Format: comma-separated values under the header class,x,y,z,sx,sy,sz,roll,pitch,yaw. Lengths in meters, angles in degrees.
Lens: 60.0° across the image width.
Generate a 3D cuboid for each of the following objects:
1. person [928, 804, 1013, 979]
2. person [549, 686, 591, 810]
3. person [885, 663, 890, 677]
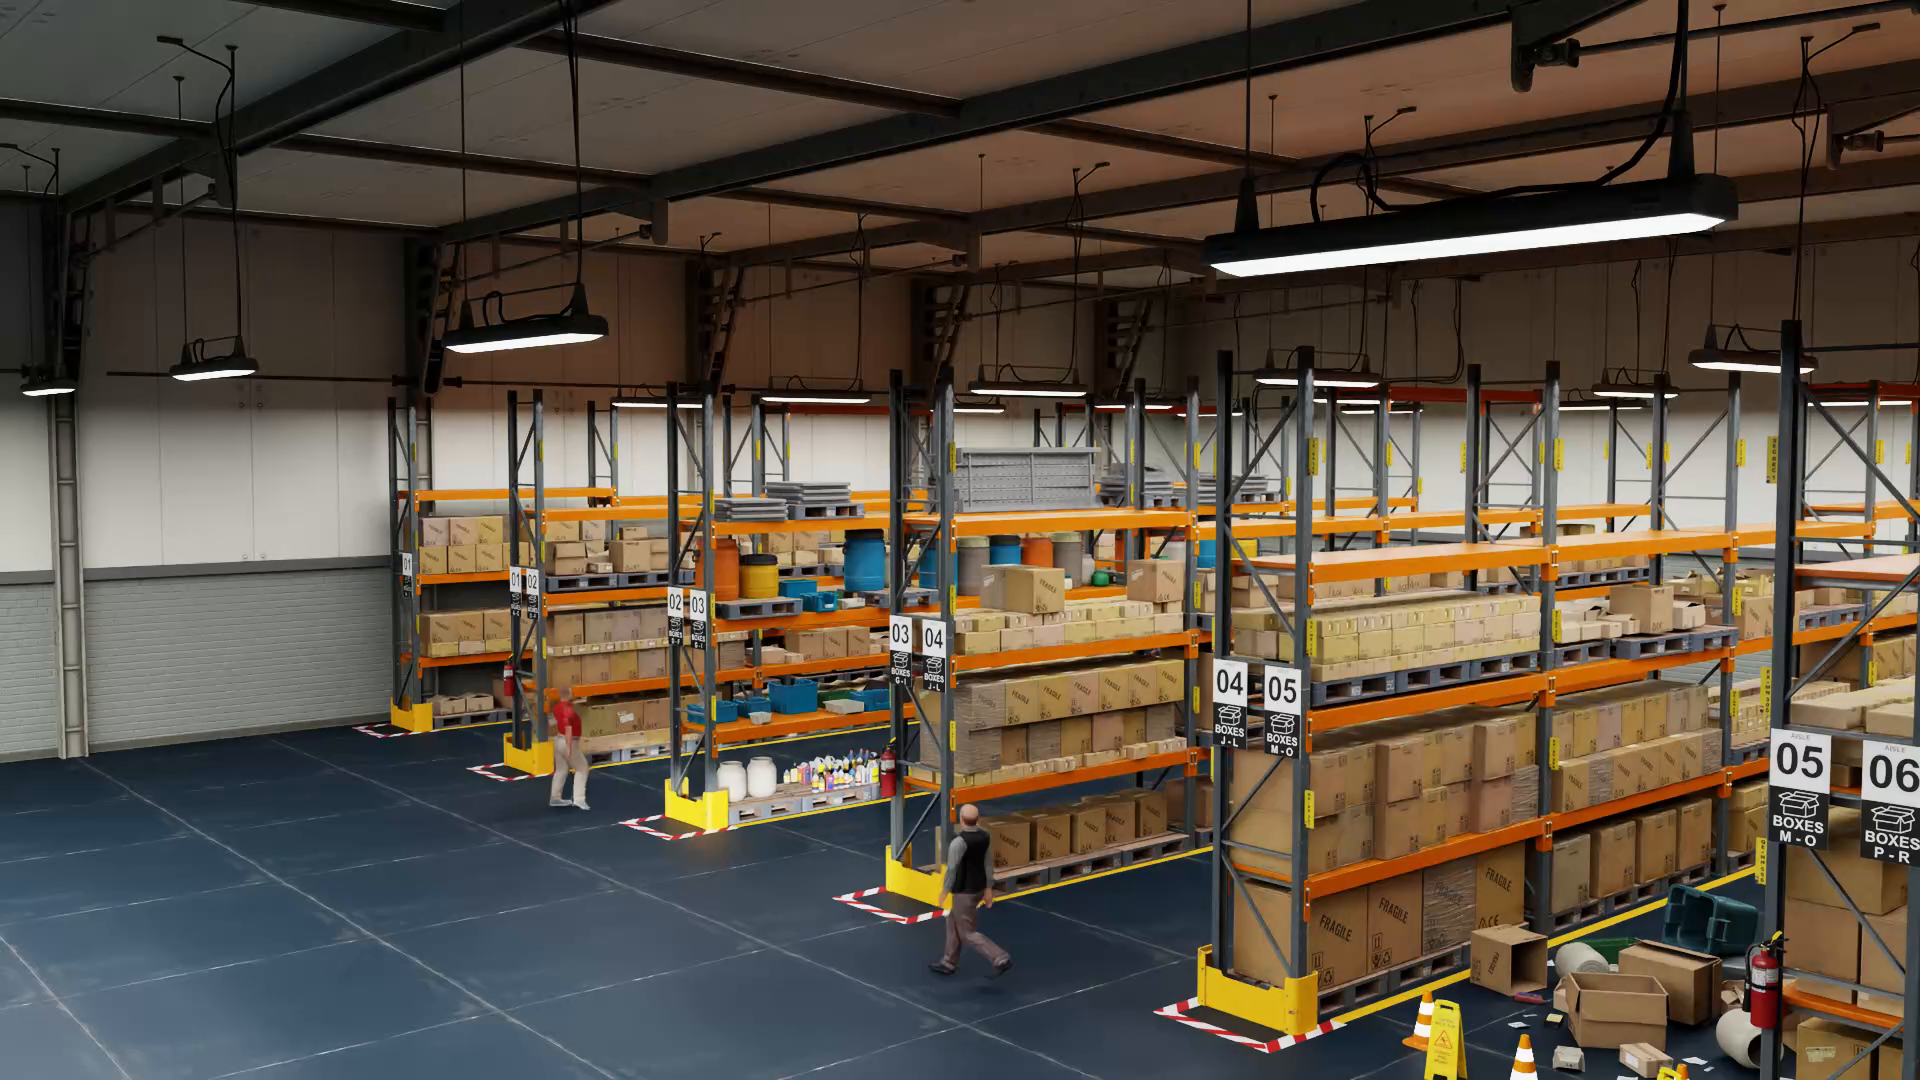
class,x,y,z,sx,sy,sz,roll,pitch,yaw
person,0.081,3.383,15.955,0.945,1.701,0.495,1,4,19
person,-5.515,2.960,23.504,0.570,1.804,0.565,-2,4,-28
person,-1.269,2.401,33.768,0.697,1.689,0.530,-3,5,-43
